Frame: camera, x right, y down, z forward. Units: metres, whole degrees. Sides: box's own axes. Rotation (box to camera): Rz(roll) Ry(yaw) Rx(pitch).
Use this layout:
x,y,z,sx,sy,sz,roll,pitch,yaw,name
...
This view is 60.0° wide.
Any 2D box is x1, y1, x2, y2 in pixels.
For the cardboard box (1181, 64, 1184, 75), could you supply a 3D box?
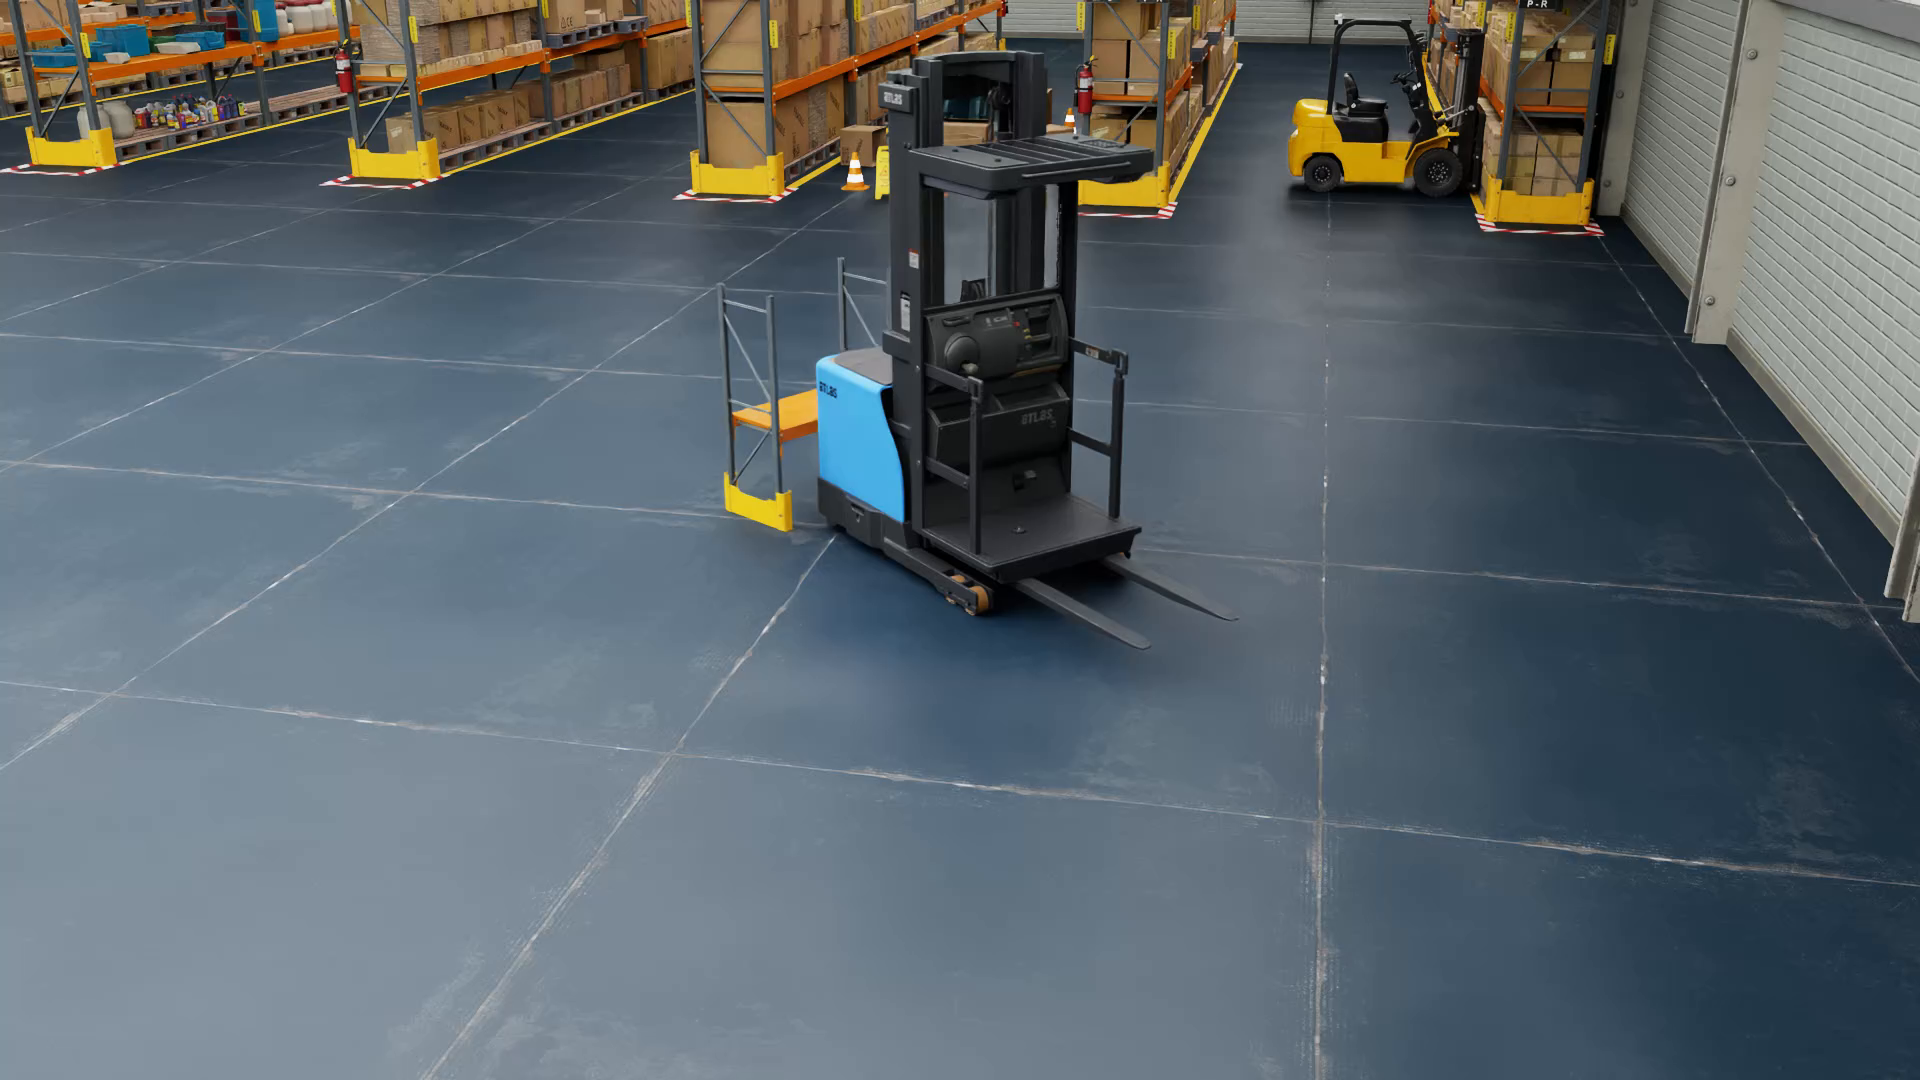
x,y,z,sx,sy,sz,roll,pitch,yaw,name
2.844,-6.412,22.596,0.380,0.149,0.250,4,22,10,cardboard box

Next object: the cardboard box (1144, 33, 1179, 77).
x,y,z,sx,sy,sz,roll,pitch,yaw,name
2.470,-6.105,20.964,0.500,0.500,0.500,5,23,13,cardboard box

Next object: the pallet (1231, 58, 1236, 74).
x,y,z,sx,sy,sz,roll,pitch,yaw,name
5.177,-9.838,34.499,1.003,0.211,1.213,4,22,11,pallet

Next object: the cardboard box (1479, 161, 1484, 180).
x,y,z,sx,sy,sz,roll,pitch,yaw,name
6.867,-4.680,21.078,0.500,0.250,0.500,5,22,11,cardboard box

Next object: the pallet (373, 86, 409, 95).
x,y,z,sx,sy,sz,roll,pitch,yaw,name
-10.799,-8.635,31.512,1.003,0.211,1.213,4,22,11,pallet

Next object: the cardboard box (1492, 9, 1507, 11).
x,y,z,sx,sy,sz,roll,pitch,yaw,name
7.927,-7.805,24.716,0.380,0.149,0.250,4,22,11,cardboard box

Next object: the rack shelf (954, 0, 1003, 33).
x,y,z,sx,sy,sz,roll,pitch,yaw,name
-0.011,-10.705,33.883,1.077,0.370,4.000,4,22,11,rack shelf

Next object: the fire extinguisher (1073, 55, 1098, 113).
x,y,z,sx,sy,sz,roll,pitch,yaw,name
1.525,-5.536,20.188,0.296,0.674,0.183,4,22,11,fire extinguisher

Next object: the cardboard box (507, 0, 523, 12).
x,y,z,sx,sy,sz,roll,pitch,yaw,name
-6.809,-8.077,24.522,0.500,0.500,0.500,4,22,11,cardboard box

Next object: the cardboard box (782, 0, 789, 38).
x,y,z,sx,sy,sz,roll,pitch,yaw,name
-2.732,-6.830,21.652,0.875,0.550,0.550,4,22,11,cardboard box

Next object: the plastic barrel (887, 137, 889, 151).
x,y,z,sx,sy,sz,roll,pitch,yaw,name
-0.781,-5.655,23.828,0.421,0.421,0.512,-16,27,-35,plastic barrel

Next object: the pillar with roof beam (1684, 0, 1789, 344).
x,y,z,sx,sy,sz,roll,pitch,yaw,name
2.445,-6.304,13.961,9.100,9.000,0.400,4,22,11,pillar with roof beam

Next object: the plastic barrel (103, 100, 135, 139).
x,y,z,sx,sy,sz,roll,pitch,yaw,name
-12.389,-6.182,24.457,0.421,0.512,0.421,0,22,0,plastic barrel

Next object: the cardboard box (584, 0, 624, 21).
x,y,z,sx,sy,sz,roll,pitch,yaw,name
-6.157,-9.089,28.209,0.700,0.500,0.500,8,23,19,cardboard box

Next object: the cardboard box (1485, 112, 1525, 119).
x,y,z,sx,sy,sz,roll,pitch,yaw,name
6.950,-5.334,21.363,0.500,0.250,0.500,4,22,10,cardboard box

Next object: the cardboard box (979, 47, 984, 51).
x,y,z,sx,sy,sz,roll,pitch,yaw,name
0.272,-9.990,34.000,0.380,0.149,0.250,5,22,11,cardboard box

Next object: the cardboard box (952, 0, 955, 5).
x,y,z,sx,sy,sz,roll,pitch,yaw,name
-0.306,-10.226,31.502,0.380,0.149,0.250,4,22,10,cardboard box

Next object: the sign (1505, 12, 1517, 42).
x,y,z,sx,sy,sz,roll,pitch,yaw,name
6.331,-5.895,19.108,0.100,0.325,0.005,4,22,11,sign

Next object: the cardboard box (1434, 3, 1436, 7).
x,y,z,sx,sy,sz,roll,pitch,yaw,name
9.788,-10.837,33.583,0.380,0.149,0.250,4,22,11,cardboard box

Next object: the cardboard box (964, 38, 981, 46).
x,y,z,sx,sy,sz,roll,pitch,yaw,name
0.224,-10.234,34.206,0.380,0.149,0.250,4,22,9,cardboard box

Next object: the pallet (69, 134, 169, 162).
x,y,z,sx,sy,sz,roll,pitch,yaw,name
-12.411,-5.746,24.339,1.003,0.211,1.213,4,22,11,pallet

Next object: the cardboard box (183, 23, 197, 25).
x,y,z,sx,sy,sz,roll,pitch,yaw,name
-15.492,-10.348,33.784,0.500,0.250,0.500,5,22,11,cardboard box

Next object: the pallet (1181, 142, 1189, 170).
x,y,z,sx,sy,sz,roll,pitch,yaw,name
2.713,-5.500,23.727,1.003,0.211,1.213,4,22,11,pallet

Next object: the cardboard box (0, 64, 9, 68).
x,y,z,sx,sy,sz,roll,pitch,yaw,name
-16.681,-8.094,28.802,0.500,0.311,0.500,5,22,12,cardboard box

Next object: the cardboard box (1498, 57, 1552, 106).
x,y,z,sx,sy,sz,roll,pitch,yaw,name
6.703,-5.448,19.732,0.500,0.500,0.500,4,22,10,cardboard box

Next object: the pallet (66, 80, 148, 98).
x,y,z,sx,sy,sz,roll,pitch,yaw,name
-15.973,-8.425,30.989,1.003,0.211,1.213,4,22,11,pallet

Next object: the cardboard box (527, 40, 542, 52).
x,y,z,sx,sy,sz,roll,pitch,yaw,name
-6.642,-7.579,25.494,0.380,0.149,0.250,4,22,11,cardboard box

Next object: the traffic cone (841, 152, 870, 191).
x,y,z,sx,sy,sz,roll,pitch,yaw,name
-1.369,-4.828,21.722,0.336,0.463,0.334,4,22,11,traffic cone

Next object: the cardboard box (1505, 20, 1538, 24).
x,y,z,sx,sy,sz,roll,pitch,yaw,name
7.101,-6.486,21.043,0.380,0.149,0.250,5,22,11,cardboard box

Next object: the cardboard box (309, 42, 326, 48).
x,y,z,sx,sy,sz,roll,pitch,yaw,name
-14.572,-11.213,36.932,0.797,0.503,0.637,4,22,11,cardboard box

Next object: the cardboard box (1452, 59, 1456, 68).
x,y,z,sx,sy,sz,roll,pitch,yaw,name
8.642,-8.146,28.481,0.380,0.149,0.250,3,22,8,cardboard box

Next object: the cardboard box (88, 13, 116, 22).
x,y,z,sx,sy,sz,roll,pitch,yaw,name
-15.680,-9.550,30.387,0.380,0.149,0.250,4,22,11,cardboard box

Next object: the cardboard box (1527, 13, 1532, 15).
x,y,z,sx,sy,sz,roll,pitch,yaw,name
8.223,-7.493,23.942,0.380,0.149,0.250,4,22,11,cardboard box

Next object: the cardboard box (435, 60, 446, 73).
x,y,z,sx,sy,sz,roll,pitch,yaw,name
-7.275,-6.484,22.774,0.380,0.149,0.250,4,22,11,cardboard box

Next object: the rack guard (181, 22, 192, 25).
x,y,z,sx,sy,sz,roll,pitch,yaw,name
-18.980,-12.168,39.896,1.175,0.500,0.348,4,22,11,rack guard

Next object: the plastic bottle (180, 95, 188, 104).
x,y,z,sx,sy,sz,roll,pitch,yaw,name
-12.306,-6.886,26.394,0.144,0.351,0.185,5,22,12,plastic bottle

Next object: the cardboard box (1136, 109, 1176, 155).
x,y,z,sx,sy,sz,roll,pitch,yaw,name
2.541,-5.320,21.662,0.500,0.500,0.500,4,22,9,cardboard box

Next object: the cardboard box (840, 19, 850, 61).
x,y,z,sx,sy,sz,roll,pitch,yaw,name
-2.115,-7.316,24.302,0.875,0.550,0.550,4,22,11,cardboard box

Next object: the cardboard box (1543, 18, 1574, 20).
x,y,z,sx,sy,sz,roll,pitch,yaw,name
7.711,-6.634,21.410,0.380,0.149,0.250,4,22,10,cardboard box

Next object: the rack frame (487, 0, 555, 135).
x,y,z,sx,sy,sz,roll,pitch,yaw,name
-6.886,-7.797,25.698,1.000,3.000,0.127,4,22,11,rack frame

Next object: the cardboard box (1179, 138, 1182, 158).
x,y,z,sx,sy,sz,roll,pitch,yaw,name
2.751,-5.343,22.723,0.500,0.250,0.500,5,22,12,cardboard box

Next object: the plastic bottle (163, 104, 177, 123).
x,y,z,sx,sy,sz,roll,pitch,yaw,name
-12.281,-6.625,25.845,0.152,0.276,0.135,4,22,11,plastic bottle

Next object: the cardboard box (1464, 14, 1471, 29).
x,y,z,sx,sy,sz,roll,pitch,yaw,name
8.059,-7.963,25.642,0.500,0.250,0.500,5,23,13,cardboard box

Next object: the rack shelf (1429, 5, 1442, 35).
x,y,z,sx,sy,sz,roll,pitch,yaw,name
9.716,-9.988,32.101,1.077,0.370,4.000,4,22,11,rack shelf

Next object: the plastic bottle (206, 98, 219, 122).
x,y,z,sx,sy,sz,roll,pitch,yaw,name
-11.689,-6.704,25.941,0.144,0.351,0.185,4,22,11,plastic bottle

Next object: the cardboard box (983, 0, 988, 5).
x,y,z,sx,sy,sz,roll,pitch,yaw,name
0.372,-11.143,34.343,0.380,0.149,0.250,3,22,9,cardboard box

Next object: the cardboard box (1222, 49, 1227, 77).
x,y,z,sx,sy,sz,roll,pitch,yaw,name
4.681,-9.195,32.037,0.875,0.438,0.875,4,22,10,cardboard box

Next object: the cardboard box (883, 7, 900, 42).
x,y,z,sx,sy,sz,roll,pitch,yaw,name
-1.269,-8.341,26.914,0.500,0.500,0.500,4,22,10,cardboard box

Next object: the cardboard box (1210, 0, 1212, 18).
x,y,z,sx,sy,sz,roll,pitch,yaw,name
3.811,-8.696,26.836,0.500,0.500,0.500,4,22,9,cardboard box

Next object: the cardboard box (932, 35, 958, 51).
x,y,z,sx,sy,sz,roll,pitch,yaw,name
-0.323,-9.399,31.456,0.500,0.250,0.500,4,22,9,cardboard box

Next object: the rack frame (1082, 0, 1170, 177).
x,y,z,sx,sy,sz,roll,pitch,yaw,name
1.999,-5.579,20.190,1.000,3.000,0.127,4,22,11,rack frame

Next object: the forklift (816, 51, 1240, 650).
x,y,z,sx,sy,sz,roll,pitch,yaw,name
0.342,-1.140,9.260,1.130,2.935,3.031,-14,26,-32,forklift

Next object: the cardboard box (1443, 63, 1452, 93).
x,y,z,sx,sy,sz,roll,pitch,yaw,name
8.784,-8.088,29.205,0.500,0.500,0.500,4,22,9,cardboard box

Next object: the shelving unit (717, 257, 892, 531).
x,y,z,sx,sy,sz,roll,pitch,yaw,name
-0.955,-0.969,10.753,0.587,1.500,1.083,19,29,39,shelving unit

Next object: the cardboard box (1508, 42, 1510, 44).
x,y,z,sx,sy,sz,roll,pitch,yaw,name
6.853,-5.973,20.166,0.380,0.149,0.250,4,22,11,cardboard box
